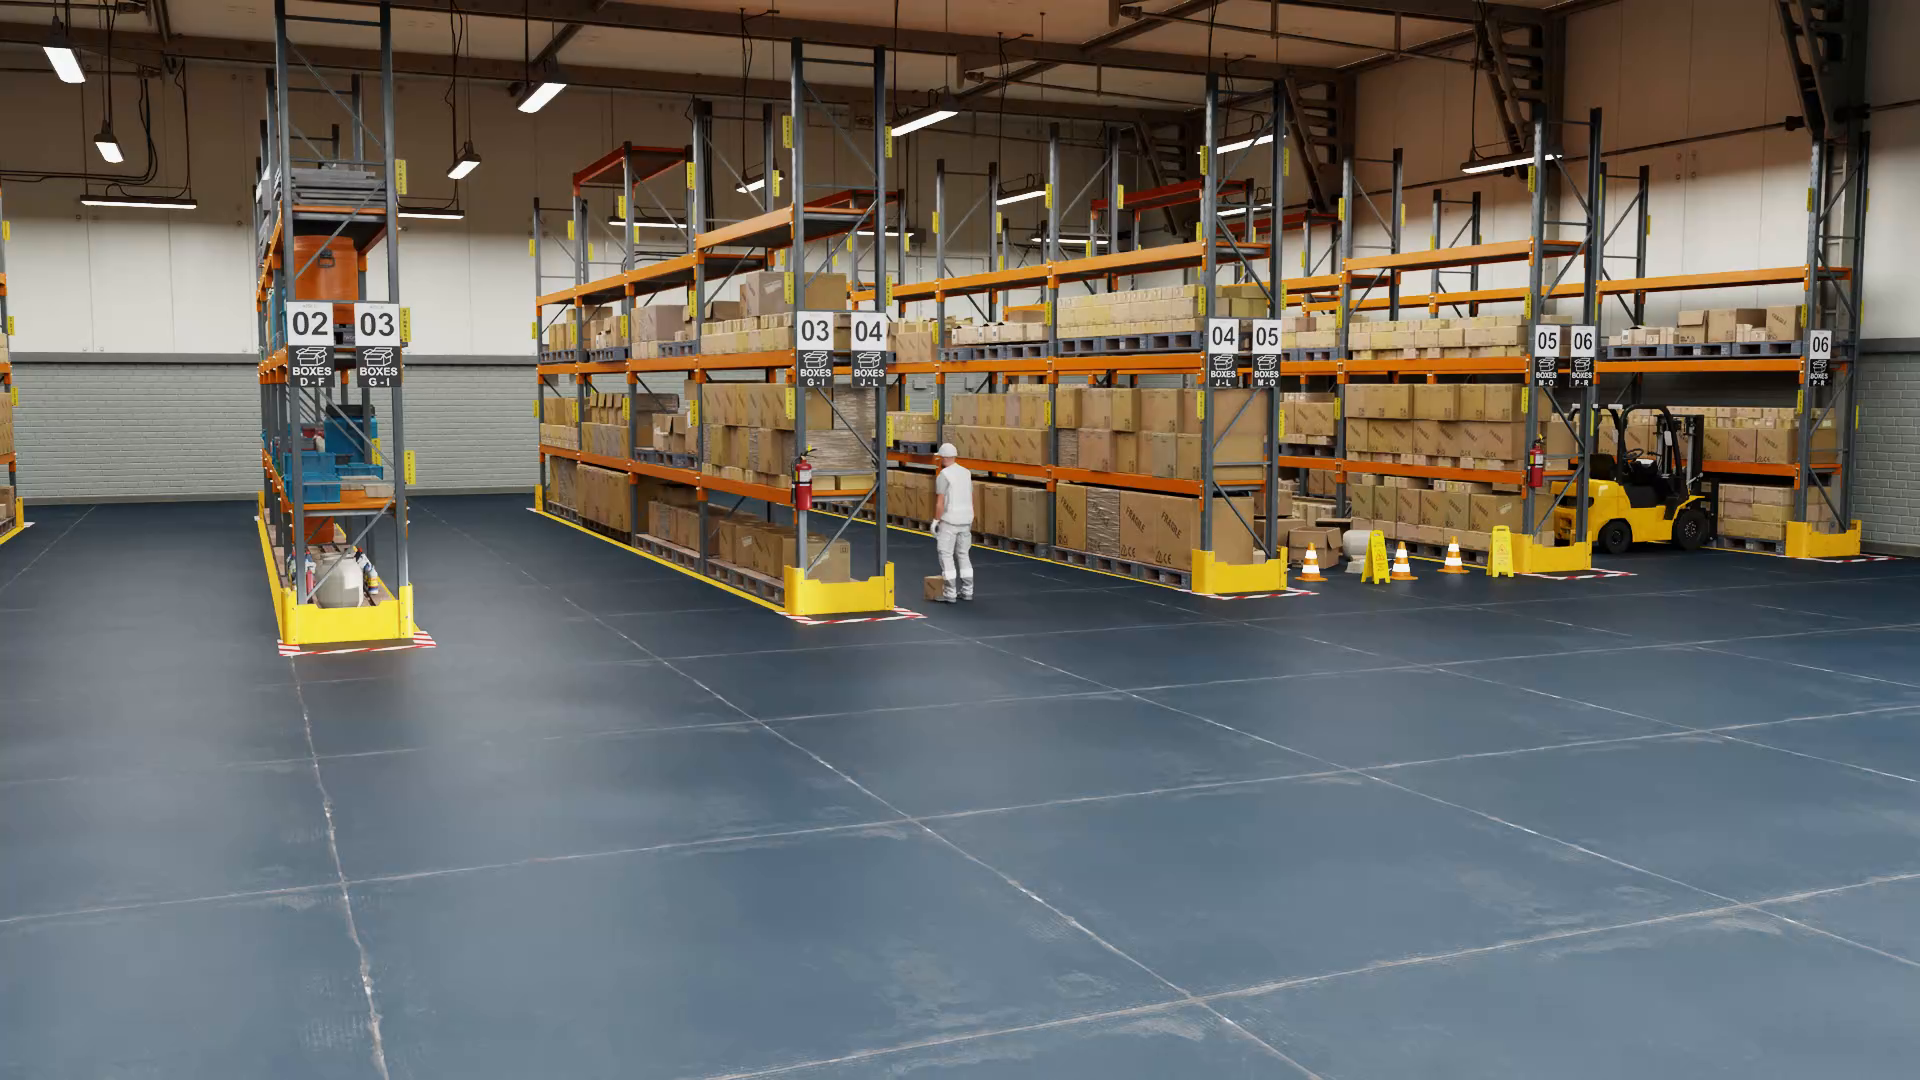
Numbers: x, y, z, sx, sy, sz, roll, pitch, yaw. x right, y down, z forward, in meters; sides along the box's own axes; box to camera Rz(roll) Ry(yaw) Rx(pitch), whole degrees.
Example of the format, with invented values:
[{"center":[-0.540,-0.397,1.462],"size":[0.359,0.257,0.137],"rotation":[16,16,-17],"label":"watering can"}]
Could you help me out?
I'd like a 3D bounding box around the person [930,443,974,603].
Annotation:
[{"center":[-0.083,-0.197,18.731],"size":[0.446,1.781,0.623],"rotation":[5,7,44],"label":"person"}]
